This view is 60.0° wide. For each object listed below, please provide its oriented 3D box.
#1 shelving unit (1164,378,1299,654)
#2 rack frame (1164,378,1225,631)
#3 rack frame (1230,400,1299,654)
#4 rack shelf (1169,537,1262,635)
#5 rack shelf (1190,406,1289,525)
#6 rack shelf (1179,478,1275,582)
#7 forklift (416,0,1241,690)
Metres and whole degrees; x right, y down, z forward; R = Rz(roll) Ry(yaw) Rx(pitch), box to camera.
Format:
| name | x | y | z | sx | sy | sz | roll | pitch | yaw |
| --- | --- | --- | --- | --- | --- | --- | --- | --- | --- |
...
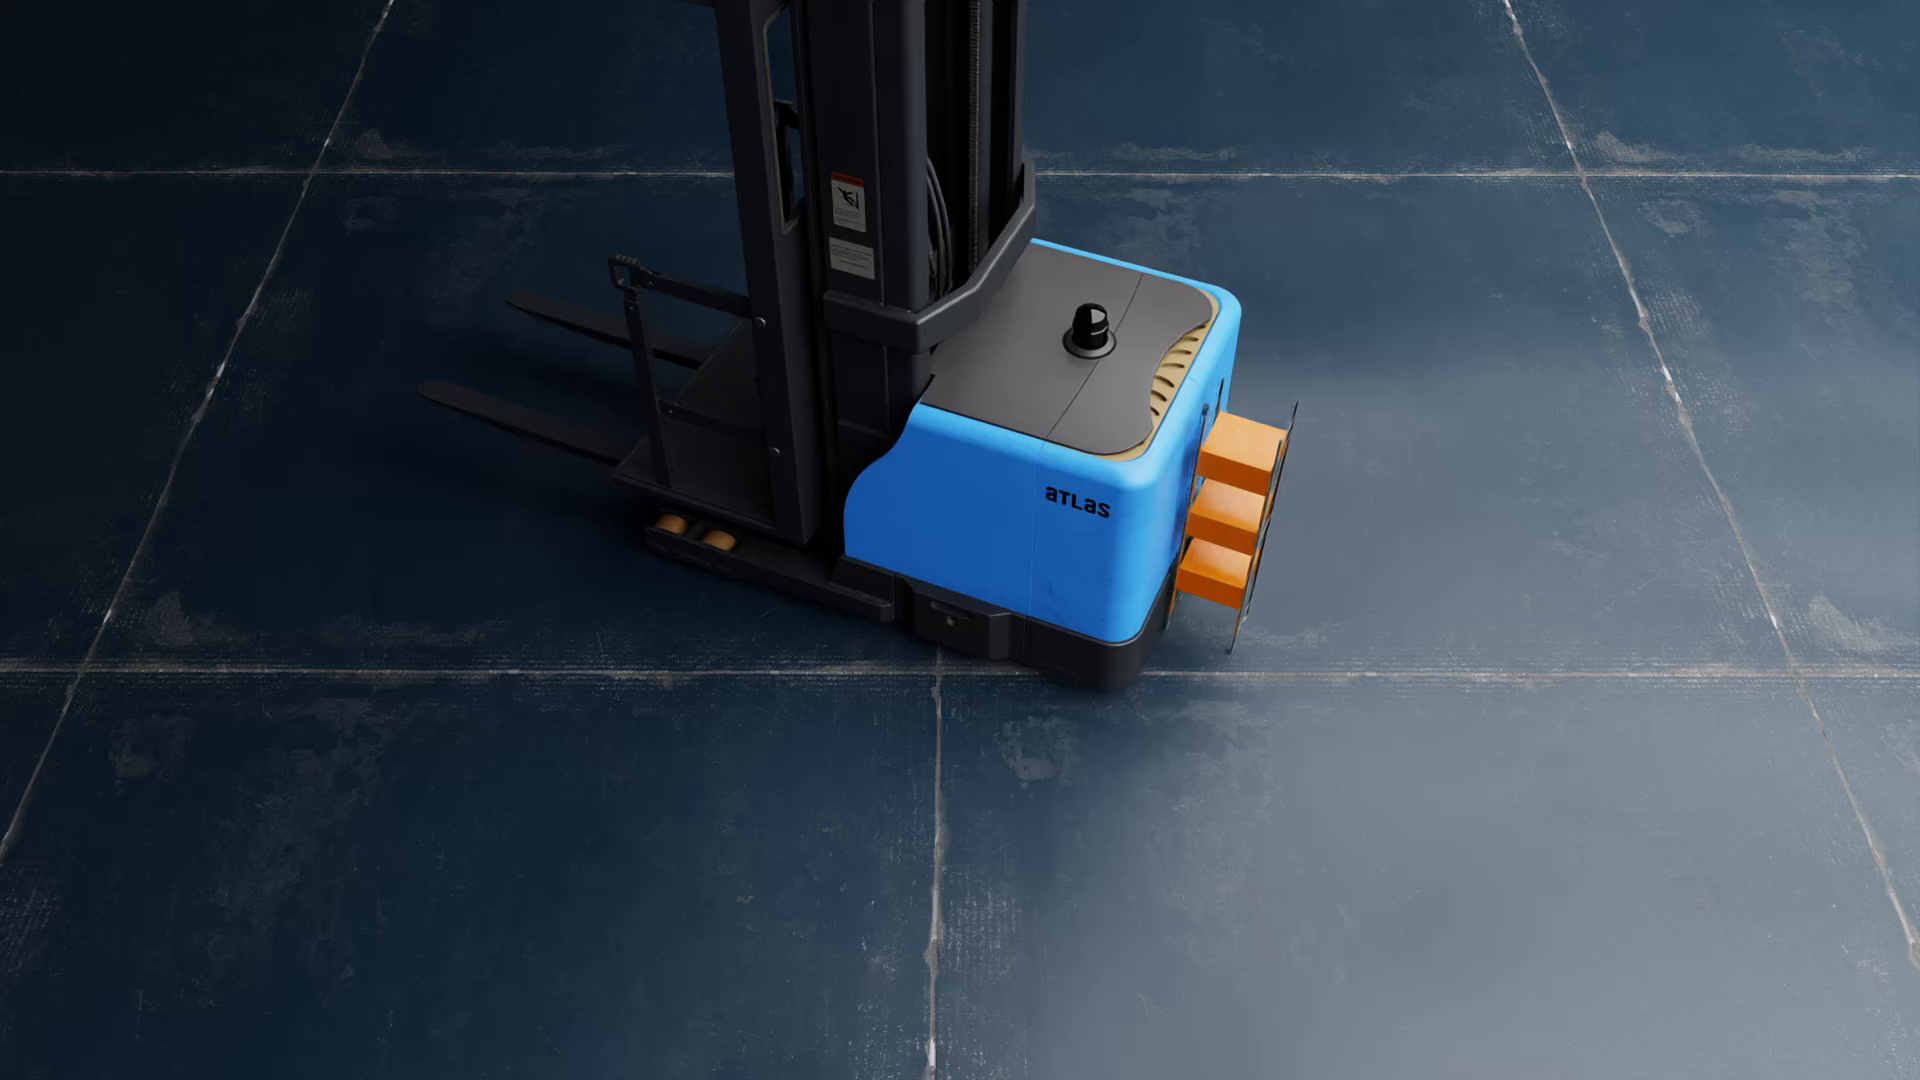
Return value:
| name | x | y | z | sx | sy | sz | roll | pitch | yaw |
| --- | --- | --- | --- | --- | --- | --- | --- | --- | --- |
| shelving unit | 0.898 | -0.057 | 5.581 | 0.252 | 1.050 | 0.215 | 19 | 50 | 15 |
| rack frame | 0.786 | -0.095 | 5.612 | 0.008 | 1.050 | 0.200 | 19 | 50 | 15 |
| rack frame | 1.010 | -0.019 | 5.550 | 0.008 | 1.050 | 0.200 | 19 | 50 | 15 |
| rack shelf | 0.891 | 0.137 | 5.794 | 0.240 | 0.259 | 0.215 | 19 | 50 | 15 |
| rack shelf | 0.905 | -0.241 | 5.379 | 0.240 | 0.259 | 0.215 | 19 | 50 | 15 |
| rack shelf | 0.898 | -0.050 | 5.589 | 0.240 | 0.259 | 0.215 | 19 | 50 | 15 |
| forklift | -0.607 | -1.210 | 5.374 | 3.031 | 2.935 | 1.130 | 18 | 50 | 16 |
